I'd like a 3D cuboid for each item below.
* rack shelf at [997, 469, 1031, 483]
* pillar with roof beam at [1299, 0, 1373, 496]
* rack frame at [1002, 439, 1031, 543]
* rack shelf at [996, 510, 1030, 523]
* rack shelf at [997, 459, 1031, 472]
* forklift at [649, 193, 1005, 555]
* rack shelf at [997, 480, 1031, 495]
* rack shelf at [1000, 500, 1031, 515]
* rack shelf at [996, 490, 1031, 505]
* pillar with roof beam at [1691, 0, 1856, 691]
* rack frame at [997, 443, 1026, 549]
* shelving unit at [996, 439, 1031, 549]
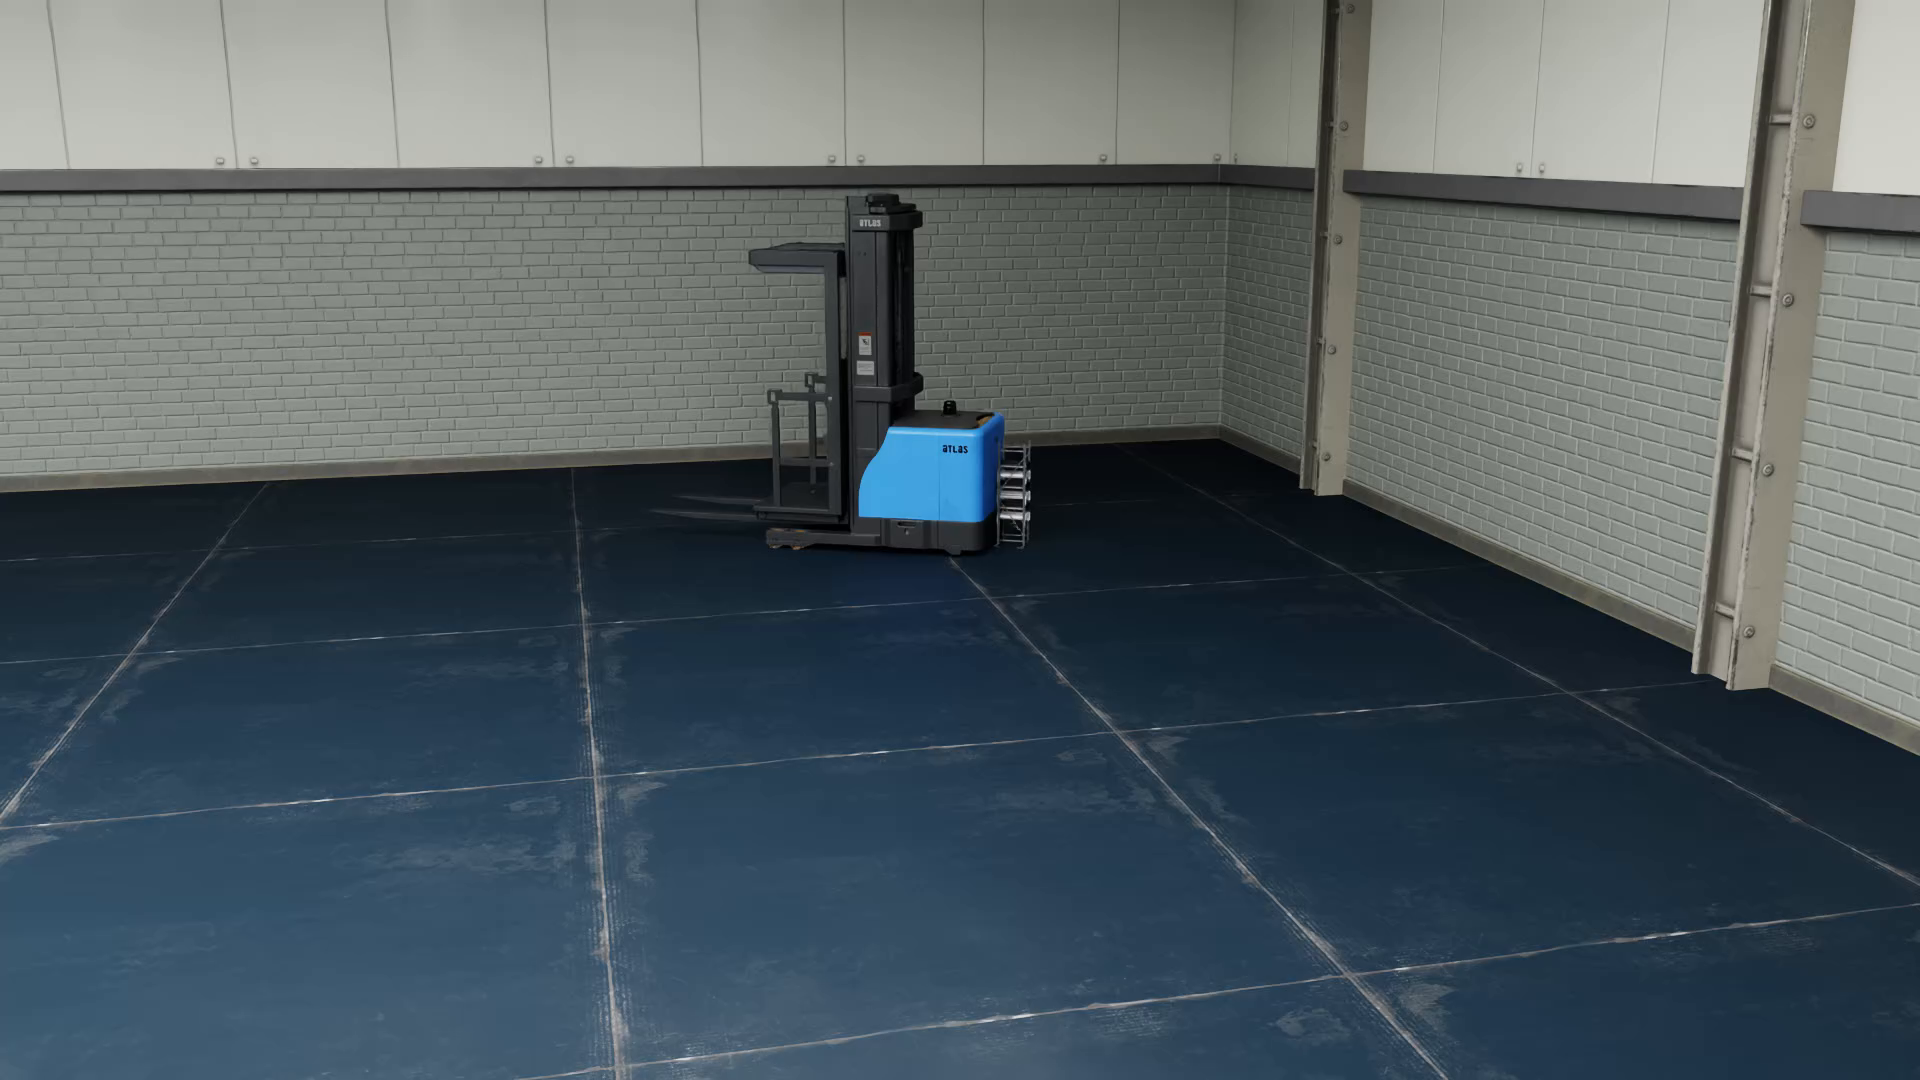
[{"bbox_3d":[0.457,-0.538,14.111,0.258,0.077,0.200,3,14,12],"label":"rack shelf"},{"bbox_3d":[-0.610,-4.617,14.364,9.100,9.000,0.400,-3,14,-13],"label":"pillar with roof beam"},{"bbox_3d":[0.480,-0.419,14.243,0.240,0.900,0.006,3,14,12],"label":"rack frame"},{"bbox_3d":[0.456,-0.188,14.197,0.258,0.077,0.200,3,14,12],"label":"rack shelf"},{"bbox_3d":[0.458,-0.625,14.090,0.258,0.077,0.200,3,14,12],"label":"rack shelf"},{"bbox_3d":[-1.174,-1.460,14.227,3.031,2.935,1.130,3,14,13],"label":"forklift"},{"bbox_3d":[0.457,-0.450,14.133,0.258,0.077,0.200,3,14,12],"label":"rack shelf"},{"bbox_3d":[0.456,-0.275,14.176,0.258,0.077,0.200,3,14,12],"label":"rack shelf"},{"bbox_3d":[0.457,-0.363,14.154,0.258,0.077,0.200,3,14,12],"label":"rack shelf"},{"bbox_3d":[0.800,-3.233,8.698,9.100,9.000,0.400,-3,14,-13],"label":"pillar with roof beam"},{"bbox_3d":[0.434,-0.372,14.050,0.240,0.900,0.006,3,14,12],"label":"rack frame"},{"bbox_3d":[0.457,-0.395,14.146,0.258,0.900,0.210,3,14,12],"label":"shelving unit"}]
